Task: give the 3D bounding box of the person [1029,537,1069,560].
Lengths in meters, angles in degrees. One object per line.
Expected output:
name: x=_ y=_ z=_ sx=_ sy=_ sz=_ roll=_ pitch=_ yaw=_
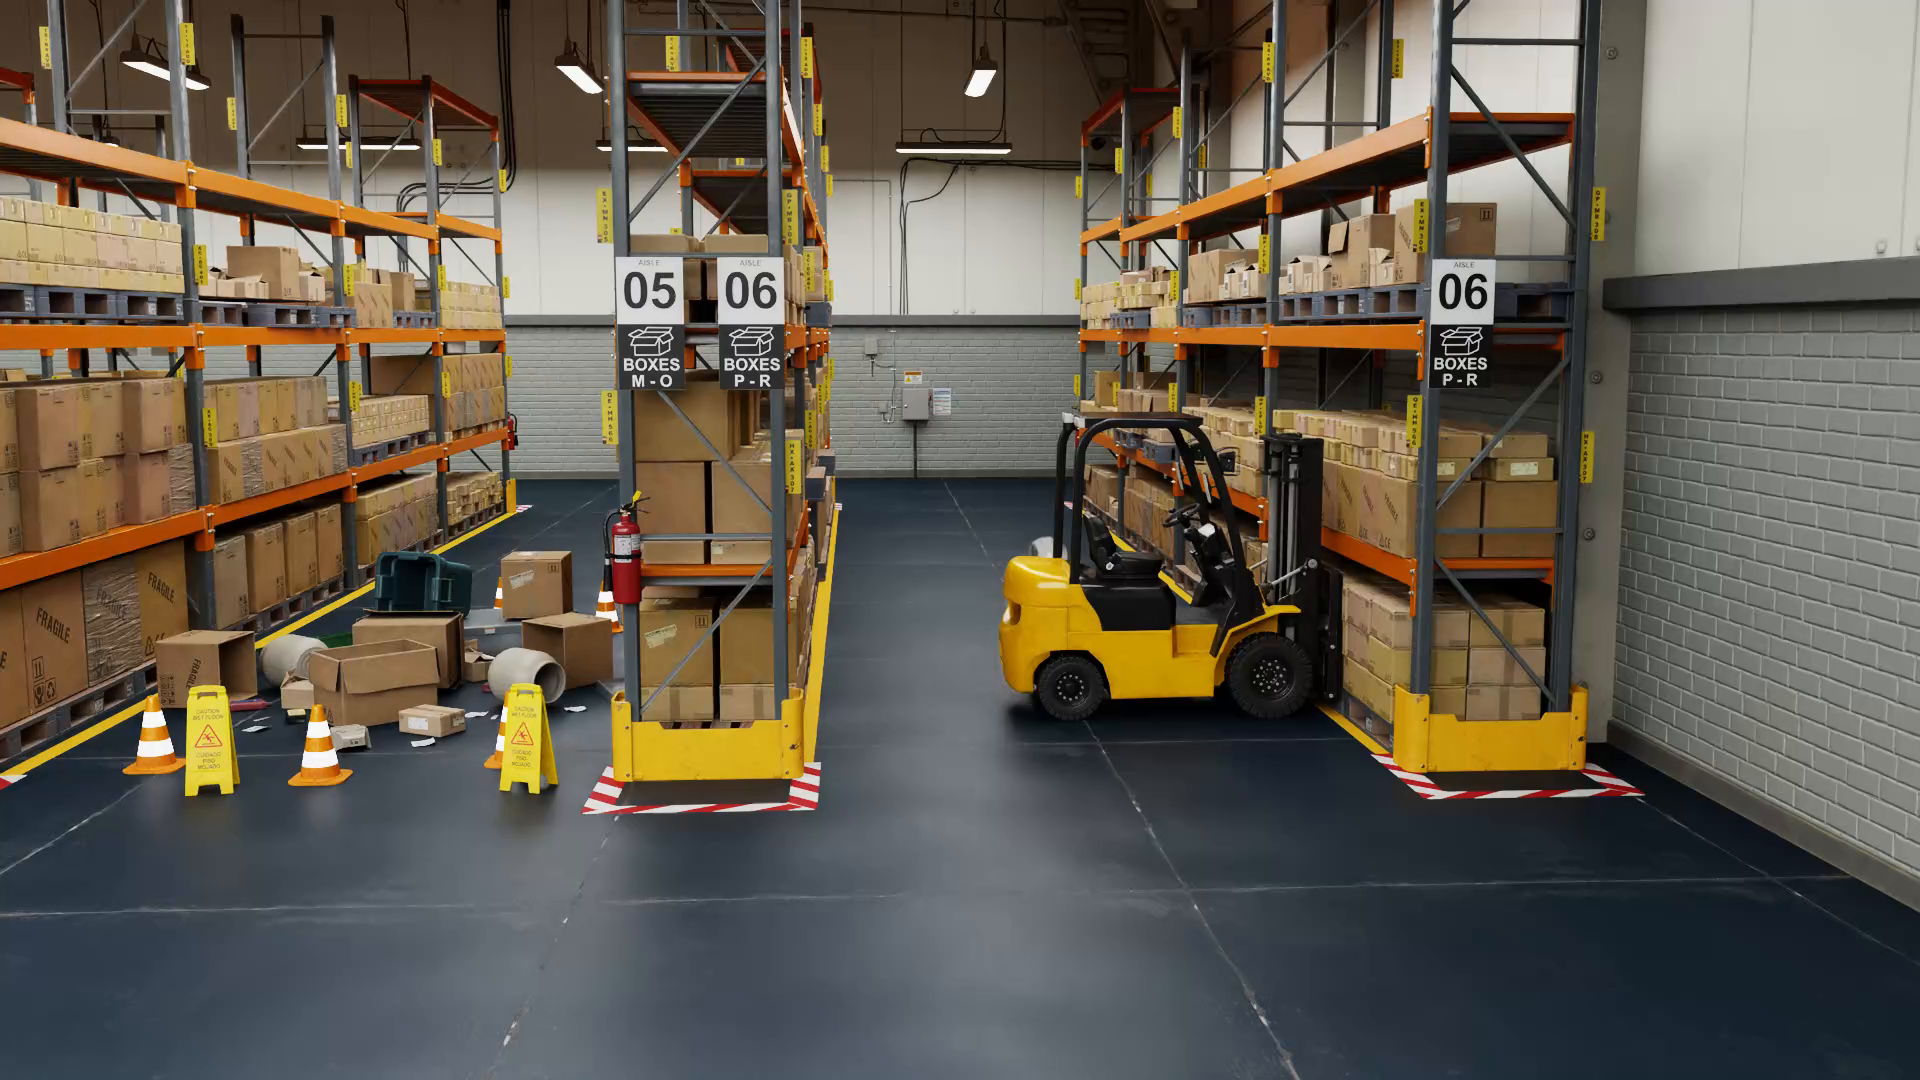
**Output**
person: x=0.849 y=0.436 z=15.172 sx=0.422 sy=0.886 sz=0.853 roll=-1 pitch=7 yaw=-7
